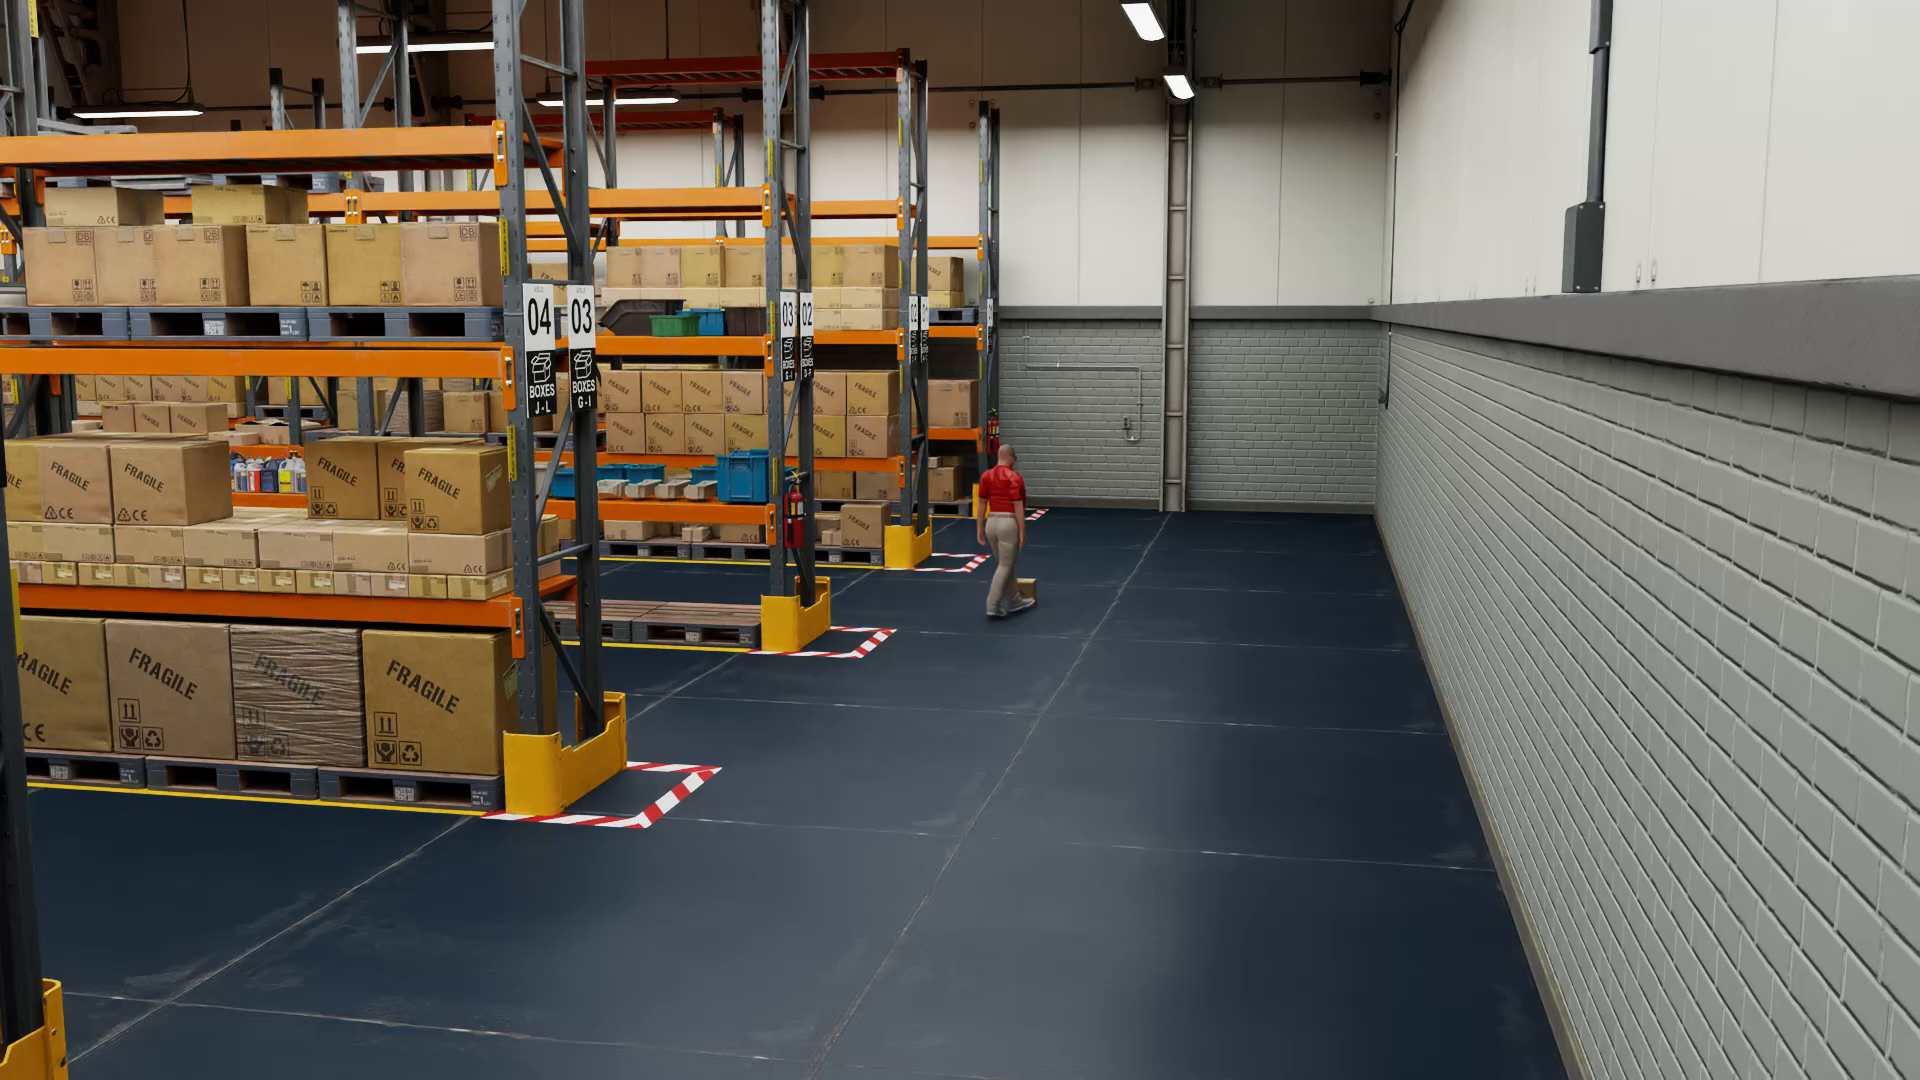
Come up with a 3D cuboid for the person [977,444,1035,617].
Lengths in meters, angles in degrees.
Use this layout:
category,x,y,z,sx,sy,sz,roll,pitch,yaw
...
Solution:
category,x,y,z,sx,sy,sz,roll,pitch,yaw
person,0.500,-0.105,16.620,0.770,1.712,0.550,-8,11,-44
